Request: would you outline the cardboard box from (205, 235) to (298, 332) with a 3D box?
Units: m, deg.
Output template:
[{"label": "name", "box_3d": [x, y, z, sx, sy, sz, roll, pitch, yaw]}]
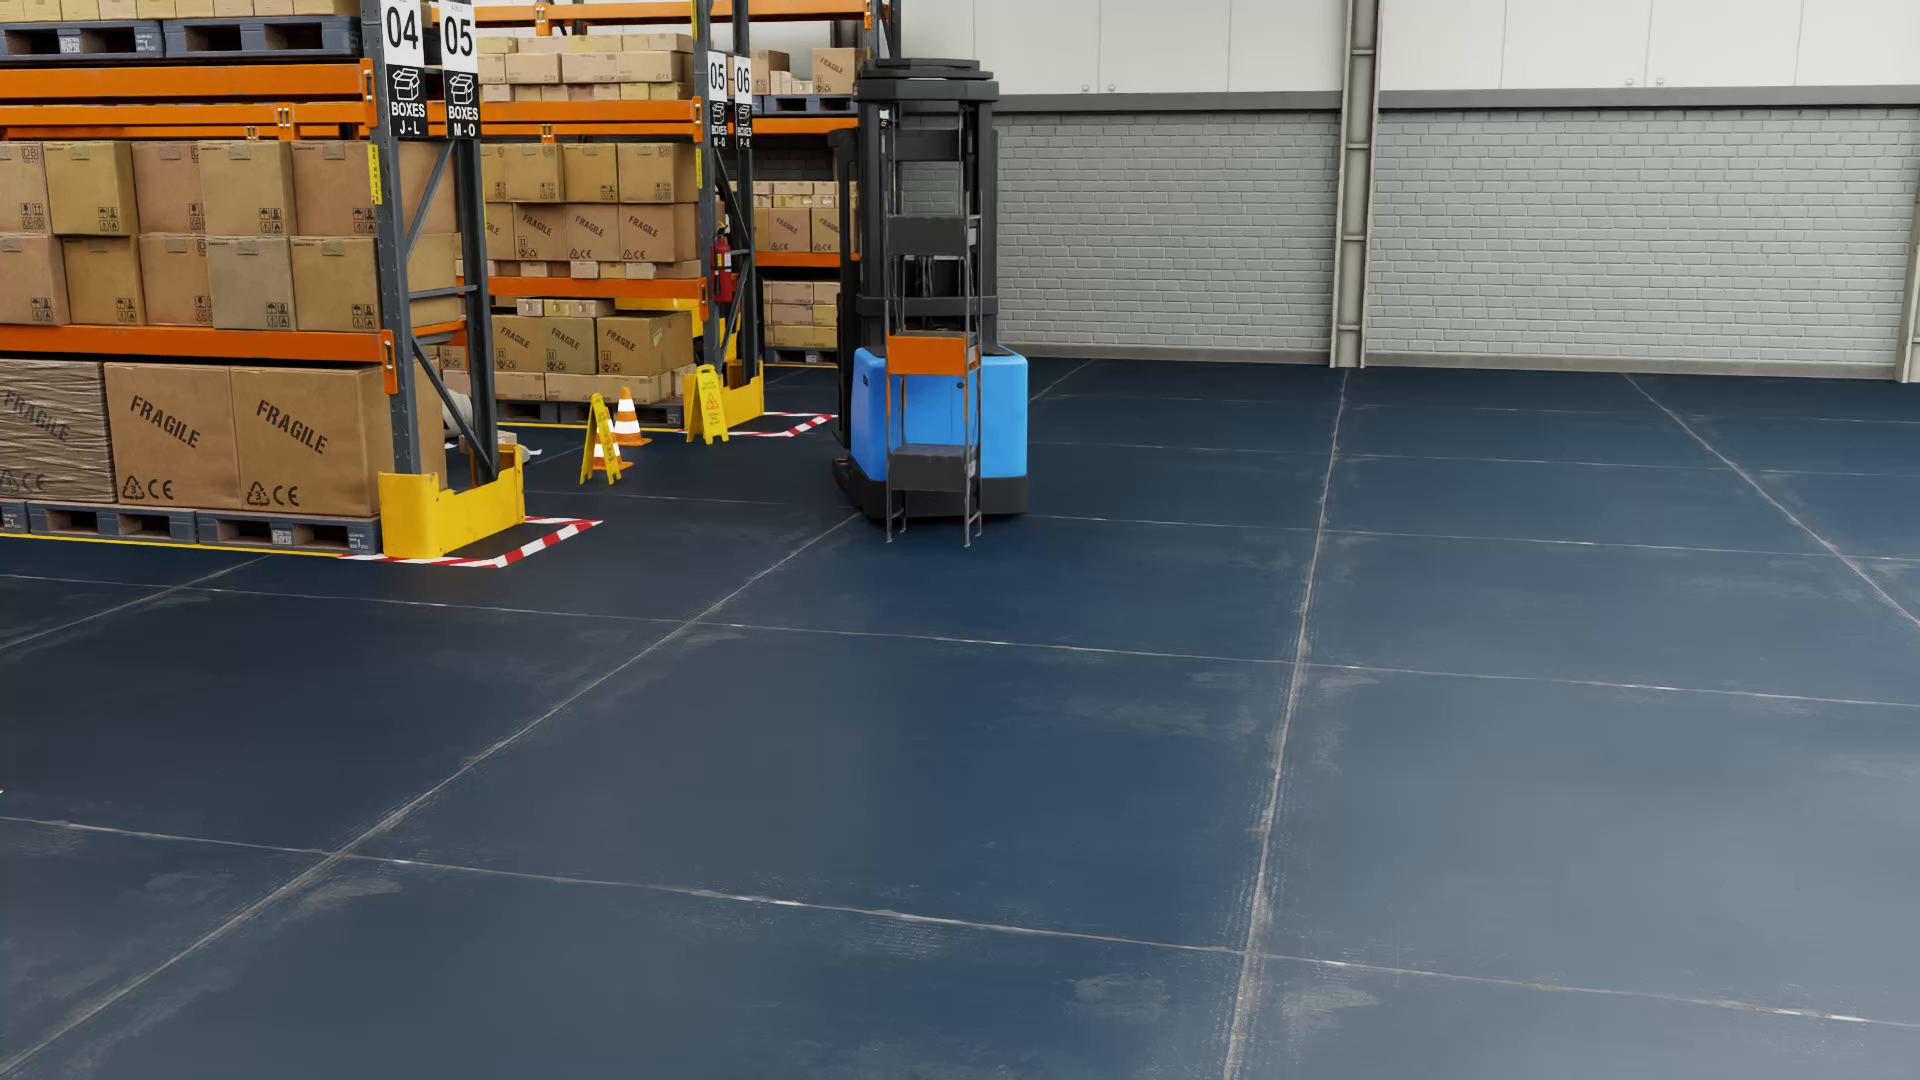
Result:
[{"label": "cardboard box", "box_3d": [-4.045, -1.587, 10.117, 0.550, 0.550, 0.875, 3, 13, 14]}]

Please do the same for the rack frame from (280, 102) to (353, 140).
[{"label": "rack frame", "box_3d": [-5.930, -2.734, 15.633, 0.127, 3.000, 1.000, 3, 13, 14]}]

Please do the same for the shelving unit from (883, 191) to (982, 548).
[{"label": "shelving unit", "box_3d": [-0.156, -1.031, 10.034, 0.503, 2.100, 0.431, 3, 13, 12]}]

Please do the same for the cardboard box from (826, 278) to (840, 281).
[{"label": "cardboard box", "box_3d": [-1.282, -2.986, 19.839, 0.500, 0.250, 0.500, 3, 13, 13]}]

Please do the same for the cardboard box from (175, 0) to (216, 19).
[{"label": "cardboard box", "box_3d": [-4.278, -3.062, 9.563, 0.250, 0.149, 0.380, 3, 13, 14]}]

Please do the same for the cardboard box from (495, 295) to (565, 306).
[{"label": "cardboard box", "box_3d": [-5.253, -2.849, 20.661, 0.625, 0.625, 0.875, 4, 13, 16]}]

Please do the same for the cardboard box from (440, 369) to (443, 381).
[{"label": "cardboard box", "box_3d": [-4.901, -1.484, 15.377, 0.500, 0.250, 0.500, 4, 13, 17]}]

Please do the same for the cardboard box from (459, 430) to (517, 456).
[{"label": "cardboard box", "box_3d": [-3.802, -0.778, 13.398, 0.250, 0.149, 0.380, 12, 17, 43]}]

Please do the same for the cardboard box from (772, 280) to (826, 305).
[{"label": "cardboard box", "box_3d": [-1.880, -2.905, 19.473, 0.500, 0.250, 0.500, 3, 13, 15]}]

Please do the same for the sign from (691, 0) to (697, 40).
[{"label": "sign", "box_3d": [-2.199, -4.308, 13.755, 0.005, 0.325, 0.100, 3, 13, 14]}]

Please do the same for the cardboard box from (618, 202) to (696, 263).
[{"label": "cardboard box", "box_3d": [-2.639, -2.691, 14.520, 0.500, 0.500, 0.500, 3, 13, 13]}]

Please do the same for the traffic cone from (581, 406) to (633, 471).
[{"label": "traffic cone", "box_3d": [-2.709, -0.788, 12.718, 0.334, 0.463, 0.336, 3, 13, 14]}]

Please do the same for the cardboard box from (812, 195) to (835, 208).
[{"label": "cardboard box", "box_3d": [-1.520, -3.902, 19.169, 0.250, 0.149, 0.380, 3, 13, 14]}]

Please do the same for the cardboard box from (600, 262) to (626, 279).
[{"label": "cardboard box", "box_3d": [-2.977, -2.386, 14.643, 0.250, 0.149, 0.380, 3, 13, 13]}]

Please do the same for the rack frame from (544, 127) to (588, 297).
[{"label": "rack frame", "box_3d": [-4.744, -3.778, 20.338, 0.127, 3.000, 1.000, 3, 13, 14]}]

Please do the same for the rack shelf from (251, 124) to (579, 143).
[{"label": "rack shelf", "box_3d": [-6.686, -4.995, 20.559, 4.000, 0.370, 1.077, 3, 13, 14]}]

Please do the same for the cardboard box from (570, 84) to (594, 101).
[{"label": "cardboard box", "box_3d": [-3.189, -3.882, 14.462, 0.250, 0.149, 0.380, 3, 13, 14]}]

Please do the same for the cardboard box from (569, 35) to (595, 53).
[{"label": "cardboard box", "box_3d": [-3.173, -4.268, 14.360, 0.250, 0.149, 0.380, 3, 13, 14]}]

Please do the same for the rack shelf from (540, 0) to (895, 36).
[{"label": "rack shelf", "box_3d": [-2.802, -6.057, 19.342, 4.000, 0.370, 1.077, 3, 13, 14]}]

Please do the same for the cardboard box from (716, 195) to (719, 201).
[{"label": "cardboard box", "box_3d": [-2.737, -3.989, 19.558, 0.250, 0.149, 0.380, 3, 13, 13]}]

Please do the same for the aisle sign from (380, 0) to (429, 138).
[{"label": "aisle sign", "box_3d": [-3.137, -2.683, 9.399, 0.004, 0.787, 0.394, 3, 13, 14]}]

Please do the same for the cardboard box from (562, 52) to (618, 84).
[{"label": "cardboard box", "box_3d": [-3.093, -4.062, 14.352, 0.500, 0.250, 0.500, 3, 13, 13]}]

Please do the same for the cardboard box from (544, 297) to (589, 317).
[{"label": "cardboard box", "box_3d": [-3.502, -2.078, 14.822, 0.250, 0.149, 0.380, 3, 13, 14]}]

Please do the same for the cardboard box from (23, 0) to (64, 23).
[{"label": "cardboard box", "box_3d": [-5.269, -3.114, 9.800, 0.250, 0.149, 0.380, 3, 13, 14]}]

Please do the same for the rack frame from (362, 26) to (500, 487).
[{"label": "rack frame", "box_3d": [-3.134, -1.481, 9.982, 0.127, 3.000, 1.000, 3, 13, 14]}]

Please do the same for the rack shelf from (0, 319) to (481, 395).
[{"label": "rack shelf", "box_3d": [-5.076, -1.233, 10.527, 4.000, 0.370, 1.077, 3, 13, 14]}]

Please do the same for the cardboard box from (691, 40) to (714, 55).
[{"label": "cardboard box", "box_3d": [-2.343, -4.319, 14.590, 0.250, 0.149, 0.380, 3, 13, 13]}]

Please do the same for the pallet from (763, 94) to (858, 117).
[{"label": "pallet", "box_3d": [-1.541, -5.034, 19.277, 1.213, 0.211, 1.003, 3, 13, 14]}]

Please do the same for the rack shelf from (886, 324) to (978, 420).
[{"label": "rack shelf", "box_3d": [-0.156, -1.018, 10.037, 0.480, 0.518, 0.431, 3, 13, 12]}]

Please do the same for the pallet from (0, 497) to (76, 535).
[{"label": "pallet", "box_3d": [-6.298, -0.271, 10.967, 1.213, 0.211, 1.003, 3, 13, 14]}]

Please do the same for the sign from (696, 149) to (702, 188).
[{"label": "sign", "box_3d": [-2.199, -3.131, 14.016, 0.005, 0.325, 0.100, 3, 13, 14]}]

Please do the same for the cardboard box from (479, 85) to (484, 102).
[{"label": "cardboard box", "box_3d": [-4.187, -3.928, 14.668, 0.250, 0.149, 0.380, 3, 13, 14]}]

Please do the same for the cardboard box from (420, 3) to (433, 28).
[{"label": "cardboard box", "box_3d": [-3.390, -3.161, 10.012, 0.250, 0.149, 0.380, 3, 13, 14]}]

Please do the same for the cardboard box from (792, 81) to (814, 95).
[{"label": "cardboard box", "box_3d": [-1.738, -5.145, 18.955, 0.250, 0.149, 0.380, 3, 13, 12]}]

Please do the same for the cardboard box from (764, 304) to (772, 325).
[{"label": "cardboard box", "box_3d": [-2.399, -2.688, 19.647, 0.500, 0.250, 0.500, 3, 13, 12]}]

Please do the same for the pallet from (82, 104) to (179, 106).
[{"label": "pallet", "box_3d": [-7.511, -4.215, 15.813, 1.003, 0.211, 1.213, 3, 13, 14]}]

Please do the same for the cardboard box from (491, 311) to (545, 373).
[{"label": "cardboard box", "box_3d": [-3.882, -1.796, 15.052, 0.500, 0.500, 0.500, 3, 13, 12]}]

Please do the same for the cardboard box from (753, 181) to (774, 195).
[{"label": "cardboard box", "box_3d": [-2.270, -4.089, 19.322, 0.250, 0.149, 0.380, 3, 13, 15]}]

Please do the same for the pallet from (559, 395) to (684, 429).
[{"label": "pallet", "box_3d": [-2.900, -1.219, 15.240, 1.213, 0.211, 1.003, 3, 13, 14]}]

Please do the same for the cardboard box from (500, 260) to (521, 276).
[{"label": "cardboard box", "box_3d": [-3.940, -2.462, 14.985, 0.250, 0.149, 0.380, 3, 13, 14]}]

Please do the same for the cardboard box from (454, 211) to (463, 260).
[{"label": "cardboard box", "box_3d": [-4.592, -2.797, 14.997, 0.500, 0.500, 0.500, 3, 13, 13]}]

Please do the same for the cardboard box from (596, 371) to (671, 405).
[{"label": "cardboard box", "box_3d": [-2.919, -1.376, 14.889, 0.500, 0.250, 0.500, 3, 13, 13]}]

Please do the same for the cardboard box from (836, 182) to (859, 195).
[{"label": "cardboard box", "box_3d": [-1.259, -4.056, 19.173, 0.250, 0.149, 0.380, 3, 13, 14]}]

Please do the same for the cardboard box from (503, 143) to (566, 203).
[{"label": "cardboard box", "box_3d": [-3.604, -3.222, 14.606, 0.500, 0.500, 0.700, 3, 13, 13]}]

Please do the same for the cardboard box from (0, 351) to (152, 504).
[{"label": "cardboard box", "box_3d": [-5.548, -0.763, 10.681, 0.875, 0.875, 0.875, 3, 13, 14]}]

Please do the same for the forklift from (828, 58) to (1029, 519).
[{"label": "forklift", "box_3d": [-0.331, -1.836, 11.740, 1.130, 2.935, 3.031, -2, 13, -10]}]

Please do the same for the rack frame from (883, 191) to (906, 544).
[{"label": "rack frame", "box_3d": [-0.394, -1.043, 10.086, 0.015, 2.100, 0.400, 3, 13, 12]}]

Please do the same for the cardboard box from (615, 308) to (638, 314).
[{"label": "cardboard box", "box_3d": [-3.295, -1.883, 15.442, 0.500, 0.500, 0.500, 3, 13, 11]}]

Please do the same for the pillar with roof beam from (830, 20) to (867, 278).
[{"label": "pillar with roof beam", "box_3d": [-2.352, -5.820, 15.690, 0.400, 9.000, 9.100, 3, 13, 14]}]

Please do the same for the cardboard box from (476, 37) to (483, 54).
[{"label": "cardboard box", "box_3d": [-4.173, -4.317, 14.580, 0.250, 0.149, 0.380, 3, 13, 15]}]

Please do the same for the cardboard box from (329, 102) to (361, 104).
[{"label": "cardboard box", "box_3d": [-5.446, -3.982, 14.913, 0.250, 0.149, 0.380, 3, 13, 14]}]

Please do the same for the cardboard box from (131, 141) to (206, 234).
[{"label": "cardboard box", "box_3d": [-4.552, -2.175, 10.273, 0.550, 0.550, 0.875, 3, 13, 14]}]
